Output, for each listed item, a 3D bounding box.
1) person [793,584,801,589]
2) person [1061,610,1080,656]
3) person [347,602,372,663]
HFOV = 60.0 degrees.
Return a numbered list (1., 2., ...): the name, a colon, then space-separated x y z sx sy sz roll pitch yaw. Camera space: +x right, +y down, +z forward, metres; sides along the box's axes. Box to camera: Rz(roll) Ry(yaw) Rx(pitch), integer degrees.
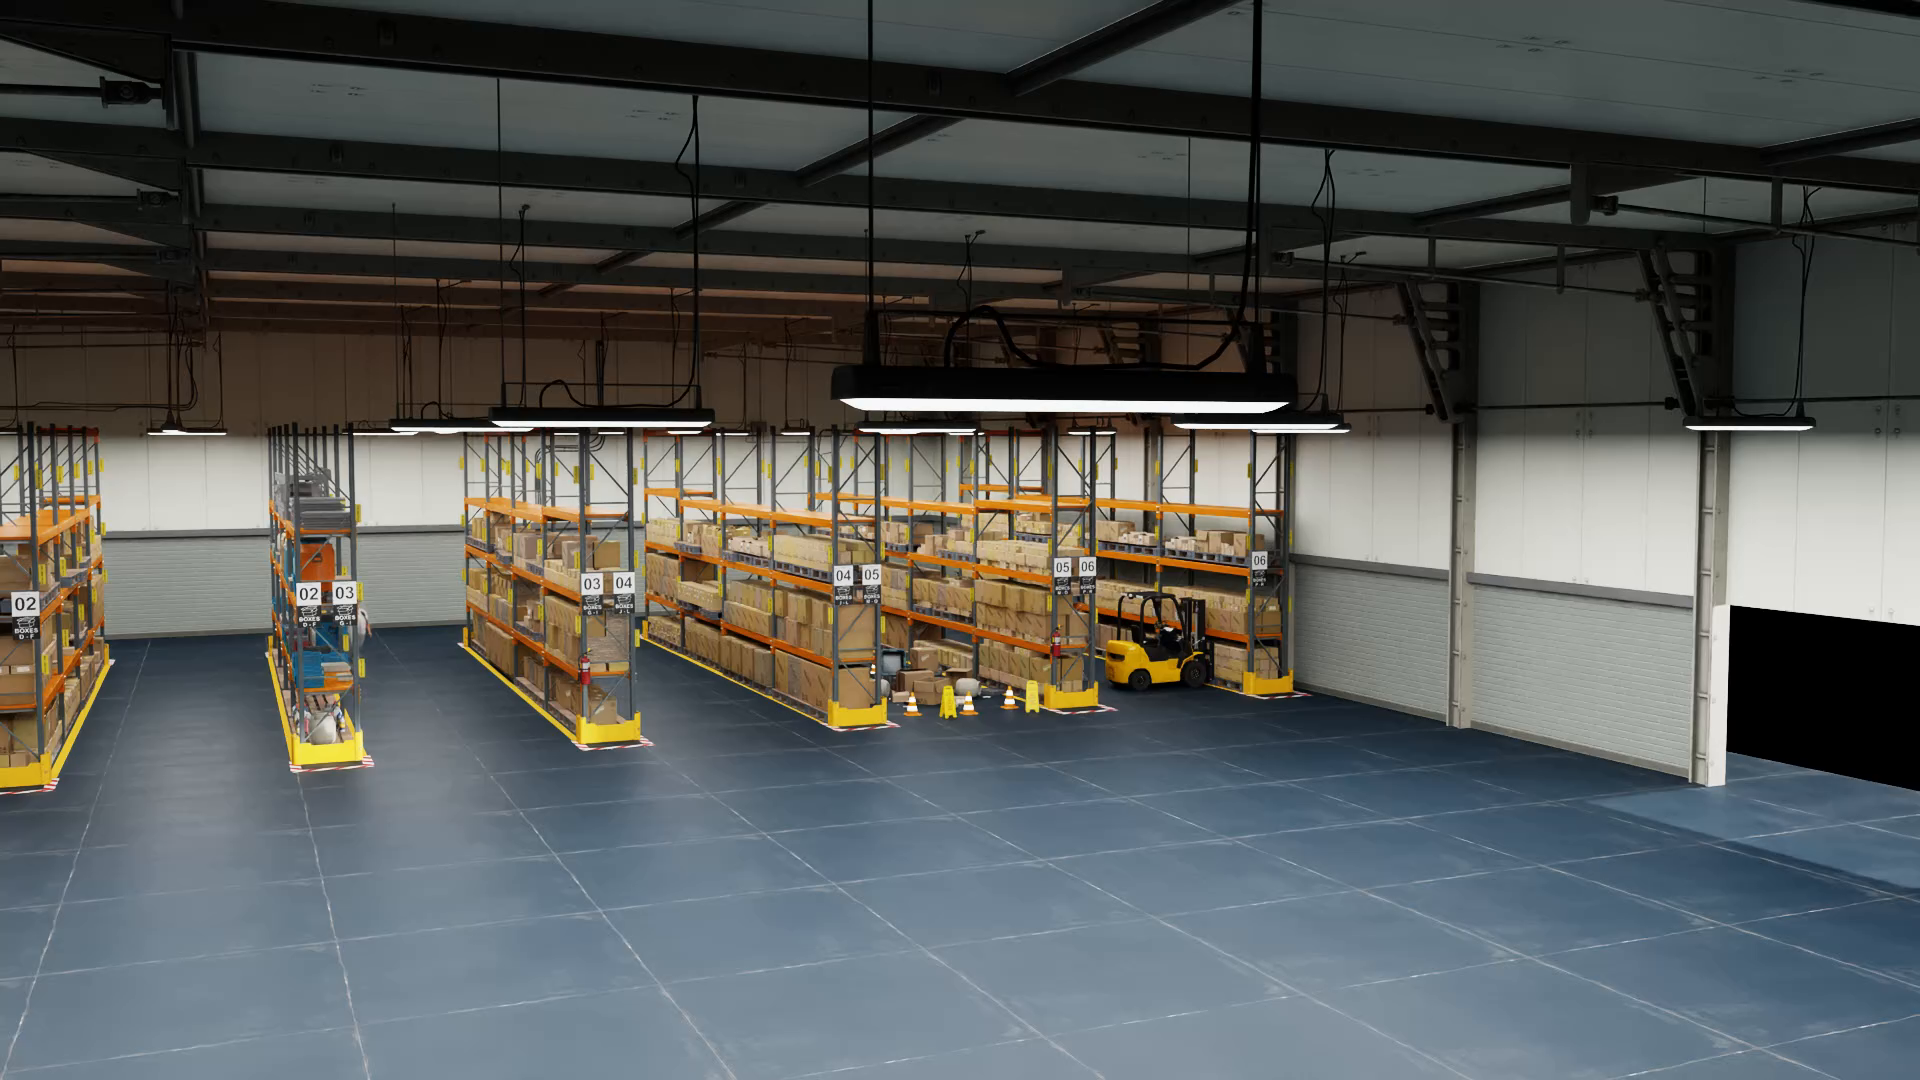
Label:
1. person: -4.424 2.065 45.714 0.470 1.832 0.635 1 4 22
2. person: 2.671 2.474 39.974 0.641 1.625 0.790 -1 4 -23
3. person: -15.046 2.302 41.541 0.639 1.699 1.068 -3 5 -44
